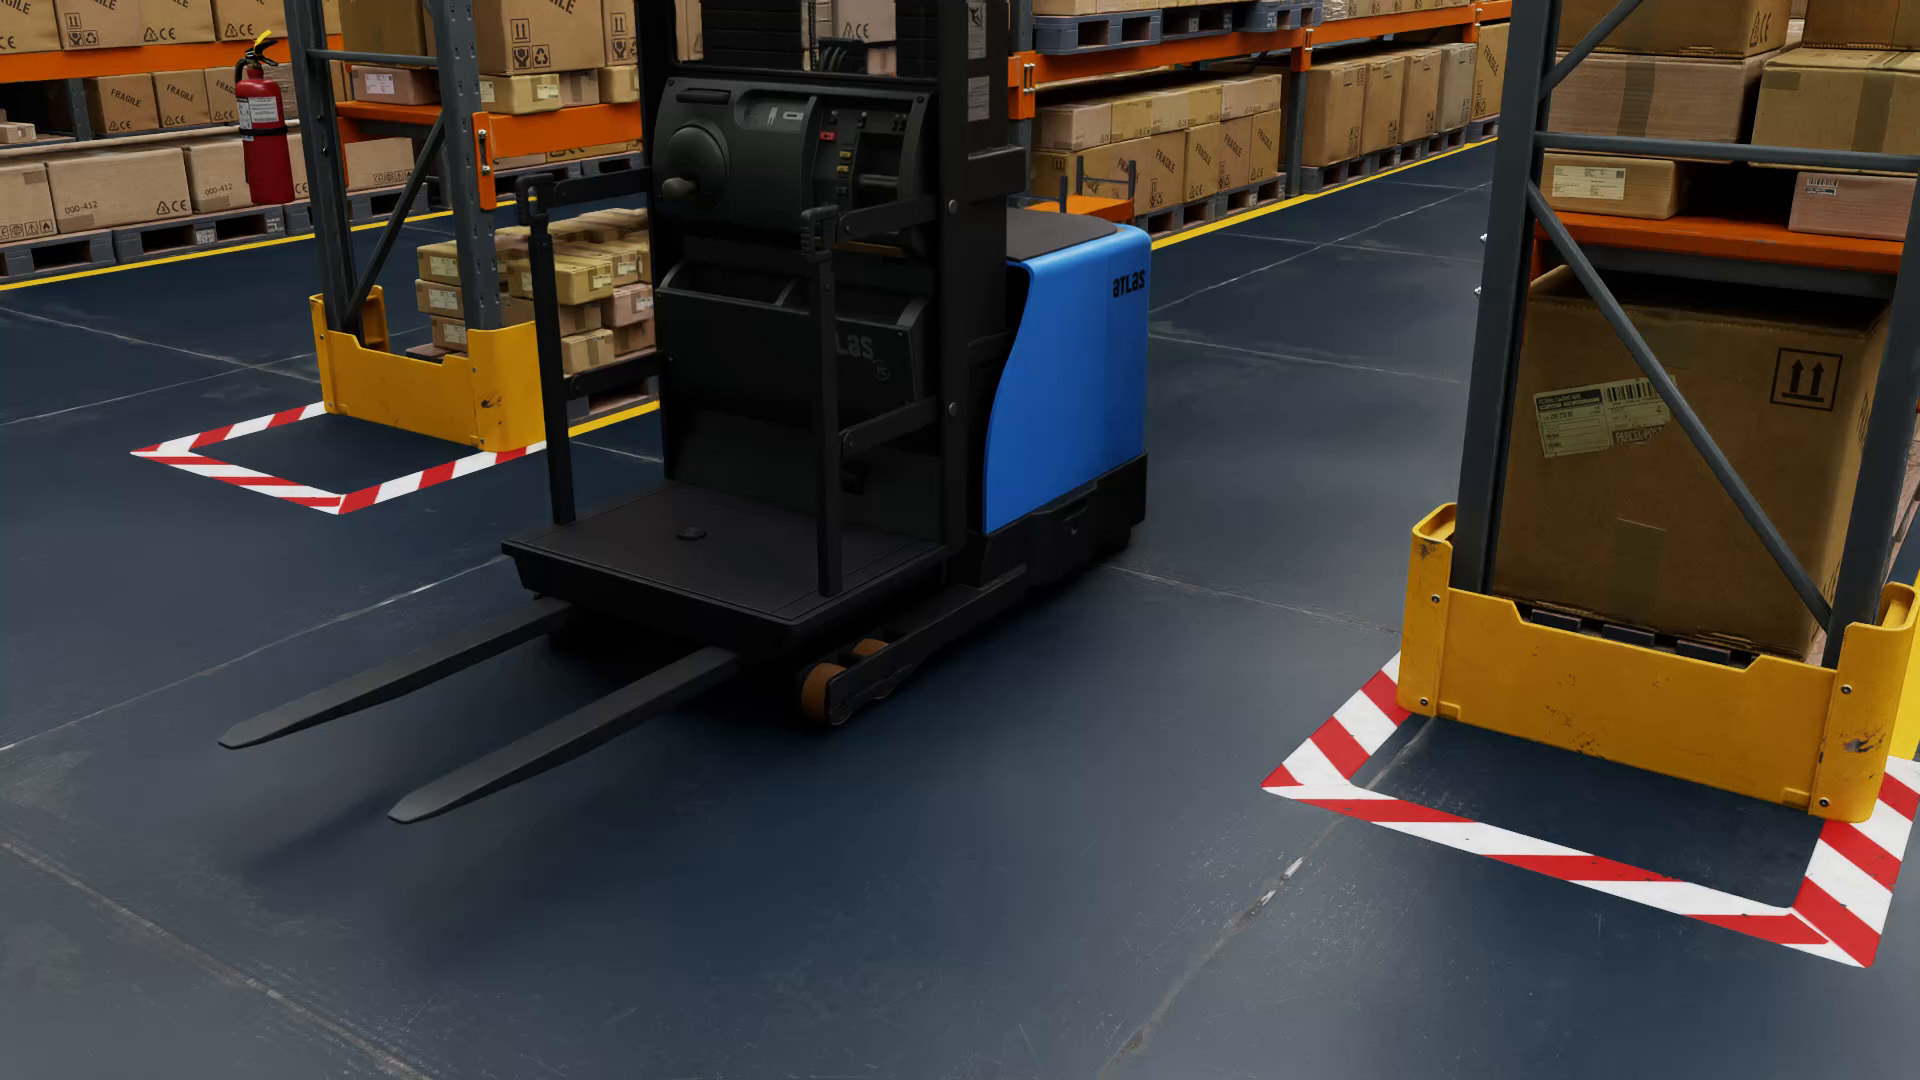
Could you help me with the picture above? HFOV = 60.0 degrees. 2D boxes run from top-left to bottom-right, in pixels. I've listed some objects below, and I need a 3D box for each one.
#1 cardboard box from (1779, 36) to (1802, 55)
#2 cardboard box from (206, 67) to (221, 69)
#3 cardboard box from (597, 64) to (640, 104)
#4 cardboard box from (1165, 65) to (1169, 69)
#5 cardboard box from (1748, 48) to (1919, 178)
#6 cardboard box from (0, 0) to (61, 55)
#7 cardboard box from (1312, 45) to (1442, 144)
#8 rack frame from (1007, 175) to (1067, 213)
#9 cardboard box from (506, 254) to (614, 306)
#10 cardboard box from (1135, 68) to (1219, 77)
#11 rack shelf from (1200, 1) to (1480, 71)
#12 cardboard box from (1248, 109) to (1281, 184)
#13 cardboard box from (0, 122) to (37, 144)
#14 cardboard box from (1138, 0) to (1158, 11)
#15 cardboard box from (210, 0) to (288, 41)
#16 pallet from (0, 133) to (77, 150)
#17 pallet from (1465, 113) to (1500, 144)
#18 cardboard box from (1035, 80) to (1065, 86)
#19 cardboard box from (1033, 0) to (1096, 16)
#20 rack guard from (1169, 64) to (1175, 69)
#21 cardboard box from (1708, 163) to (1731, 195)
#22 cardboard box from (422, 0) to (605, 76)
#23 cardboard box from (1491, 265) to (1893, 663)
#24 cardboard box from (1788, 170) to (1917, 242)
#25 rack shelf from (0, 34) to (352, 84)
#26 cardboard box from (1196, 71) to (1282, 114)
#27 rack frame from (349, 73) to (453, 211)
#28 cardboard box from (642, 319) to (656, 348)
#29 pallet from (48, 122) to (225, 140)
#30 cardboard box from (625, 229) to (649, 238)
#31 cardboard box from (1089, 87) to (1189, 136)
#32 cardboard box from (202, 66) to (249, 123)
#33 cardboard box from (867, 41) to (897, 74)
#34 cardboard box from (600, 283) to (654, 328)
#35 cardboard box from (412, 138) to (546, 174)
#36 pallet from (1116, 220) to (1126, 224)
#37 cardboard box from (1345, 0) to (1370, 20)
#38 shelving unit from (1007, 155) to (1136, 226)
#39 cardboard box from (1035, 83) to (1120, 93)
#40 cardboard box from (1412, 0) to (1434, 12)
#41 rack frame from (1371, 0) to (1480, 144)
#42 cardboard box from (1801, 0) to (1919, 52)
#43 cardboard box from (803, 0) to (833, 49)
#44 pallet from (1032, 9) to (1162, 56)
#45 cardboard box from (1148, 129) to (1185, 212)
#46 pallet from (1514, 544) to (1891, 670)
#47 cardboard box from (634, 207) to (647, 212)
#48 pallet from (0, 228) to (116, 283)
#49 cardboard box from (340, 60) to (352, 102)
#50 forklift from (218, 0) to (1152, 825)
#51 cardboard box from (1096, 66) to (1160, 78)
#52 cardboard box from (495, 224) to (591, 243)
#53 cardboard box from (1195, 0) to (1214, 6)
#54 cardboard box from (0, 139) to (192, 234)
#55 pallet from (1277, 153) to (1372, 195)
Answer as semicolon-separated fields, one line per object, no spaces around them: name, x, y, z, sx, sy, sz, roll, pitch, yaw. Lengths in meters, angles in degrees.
cardboard box;2.101;-1.301;4.745;0.500;0.250;0.500;13;24;31
cardboard box;-7.329;-4.638;16.044;0.380;0.149;0.250;13;24;32
cardboard box;-1.525;-1.951;7.076;0.380;0.149;0.250;12;24;30
cardboard box;2.316;-6.035;21.114;0.500;0.250;0.500;13;24;32
cardboard box;2.256;-1.049;4.066;0.500;0.250;0.500;13;24;30
cardboard box;-5.665;-3.107;9.697;0.500;0.500;0.500;13;24;31
cardboard box;3.643;-4.005;14.905;1.050;0.750;0.750;13;24;32
rack frame;0.262;-0.697;5.920;0.240;1.200;0.015;13;24;32
cardboard box;-1.707;-1.114;7.101;0.380;0.149;0.250;12;23;29
cardboard box;1.627;-3.412;12.584;0.500;0.250;0.500;12;23;29
rack shelf;3.339;-4.423;14.436;1.077;0.370;4.000;13;24;32
cardboard box;2.061;-2.972;12.473;0.500;0.500;0.500;13;24;32
cardboard box;-8.362;-3.585;14.638;0.380;0.149;0.250;12;24;30
cardboard box;1.005;-3.365;10.295;0.380;0.149;0.250;14;24;32
cardboard box;-4.789;-3.544;10.877;0.500;0.500;0.500;13;24;31
pallet;-8.679;-3.438;14.755;1.003;0.211;1.213;13;24;32
pallet;4.955;-4.230;16.895;1.003;0.211;1.213;13;24;32
cardboard box;0.868;-5.295;19.114;0.500;0.250;0.500;12;23;29
cardboard box;0.568;-3.142;9.691;0.380;0.149;0.250;12;23;29
rack guard;2.518;-6.224;21.872;1.175;0.500;0.348;13;24;32
cardboard box;1.978;-1.091;4.752;0.380;0.149;0.250;13;24;32
cardboard box;-1.802;-2.153;6.688;0.500;0.500;0.500;15;25;34
cardboard box;2.056;-0.295;4.696;0.875;0.875;0.875;13;24;32
cardboard box;2.235;-0.815;4.006;0.380;0.149;0.250;14;24;32
rack shelf;-5.309;-3.064;10.762;1.077;0.370;4.000;13;24;32
cardboard box;2.047;-3.316;12.322;0.500;0.250;0.500;13;24;31
rack frame;-4.185;-3.976;12.189;1.000;3.000;0.127;13;24;32
cardboard box;-1.510;-1.003;7.657;0.380;0.149;0.250;14;24;32
pallet;-7.866;-3.875;15.938;1.003;0.211;1.213;13;24;32
cardboard box;-1.333;-1.352;7.742;0.380;0.149;0.250;12;23;29
cardboard box;1.188;-2.875;11.130;0.500;0.250;0.500;14;25;34
cardboard box;-7.258;-4.359;16.223;0.500;0.500;0.500;12;24;30
cardboard box;-0.548;-2.481;8.510;0.380;0.149;0.250;12;23;30
cardboard box;-1.575;-1.059;7.379;0.380;0.149;0.250;13;24;32
cardboard box;-3.902;-3.369;13.008;0.875;0.875;0.875;14;25;33
pallet;0.403;-1.955;10.746;1.003;0.211;1.213;13;24;32
cardboard box;2.974;-4.456;13.345;0.500;0.500;0.500;13;24;31
shelving unit;0.399;-0.767;6.110;0.258;1.200;0.503;13;24;32
cardboard box;0.761;-2.978;11.408;0.500;0.250;0.500;12;23;29
cardboard box;3.823;-4.890;14.516;0.500;0.500;0.500;14;24;32
rack frame;4.463;-5.335;15.863;1.000;3.000;0.127;13;24;32
cardboard box;2.537;-1.545;4.323;0.500;0.500;0.500;13;24;31
cardboard box;-0.955;-2.597;7.889;0.500;0.500;0.500;13;24;30
pallet;0.516;-3.140;10.207;1.003;0.211;1.213;13;24;32
cardboard box;1.180;-2.529;11.276;0.500;0.500;0.500;14;24;33
pallet;2.148;0.168;5.007;1.003;0.211;1.213;13;24;32
cardboard box;-1.422;-1.596;8.401;0.380;0.149;0.250;12;24;30
pallet;-6.048;-1.765;10.231;1.003;0.211;1.213;13;24;32
cardboard box;-6.393;-4.810;17.442;0.500;0.500;0.500;13;24;31
forklift;-0.599;-1.068;4.427;1.130;2.935;3.031;13;24;32
cardboard box;1.802;-5.115;17.781;0.500;0.500;0.500;13;24;32
cardboard box;-1.965;-1.392;7.850;0.380;0.149;0.250;13;24;31
cardboard box;1.442;-3.589;10.901;0.380;0.149;0.250;12;23;29
cardboard box;-5.637;-2.296;10.737;0.875;0.438;0.875;14;25;33
pallet;2.720;-3.091;13.816;1.003;0.211;1.213;13;24;32
